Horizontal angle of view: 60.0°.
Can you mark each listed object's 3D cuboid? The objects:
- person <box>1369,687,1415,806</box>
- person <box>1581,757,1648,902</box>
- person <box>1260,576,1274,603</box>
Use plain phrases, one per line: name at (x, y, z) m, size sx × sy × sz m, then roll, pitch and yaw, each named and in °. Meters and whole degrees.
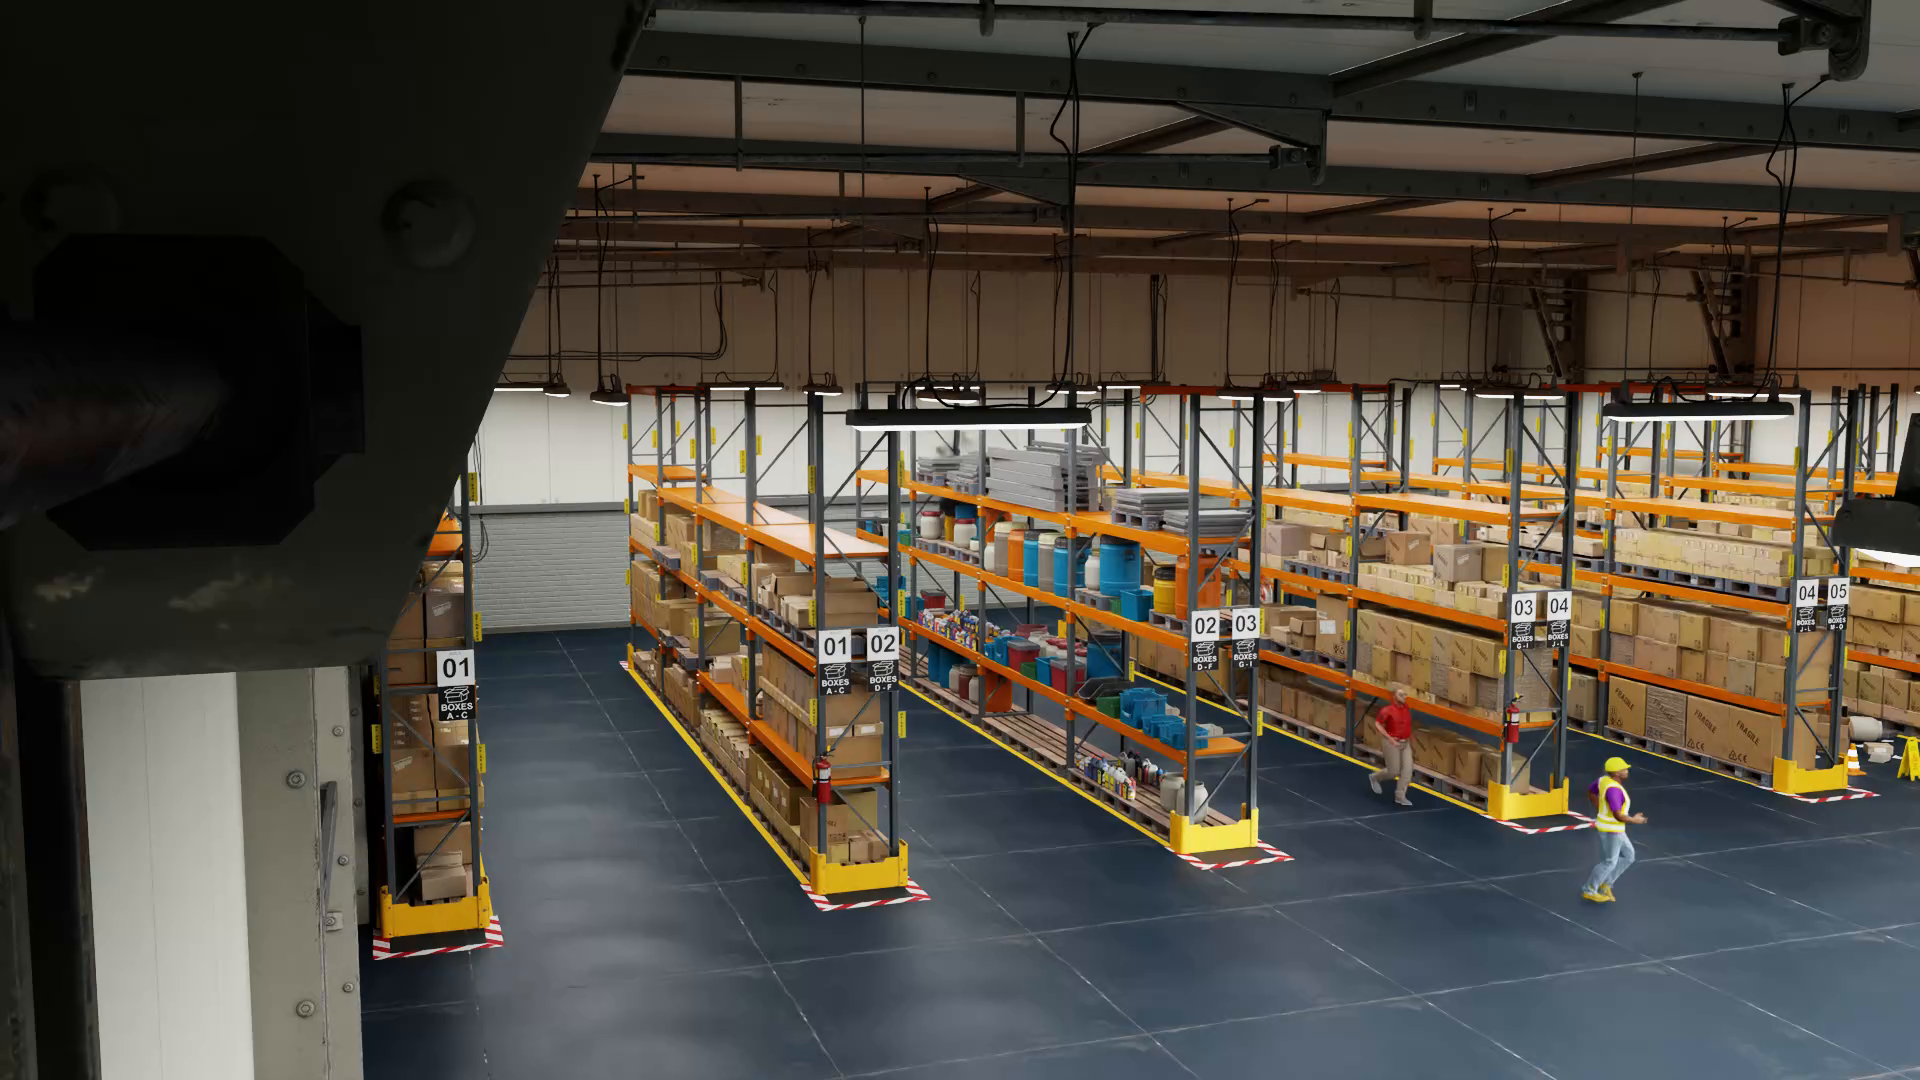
person at (6.346, 2.984, 24.262) m, size 0.681 × 1.696 × 0.749 m, roll -3°, pitch 7°, yaw -30°
person at (7.740, 3.443, 19.668) m, size 0.695 × 1.789 × 0.724 m, roll 2°, pitch 6°, yaw 15°
person at (6.781, 1.617, 36.939) m, size 0.670 × 1.781 × 0.998 m, roll -2°, pitch 6°, yaw -20°
